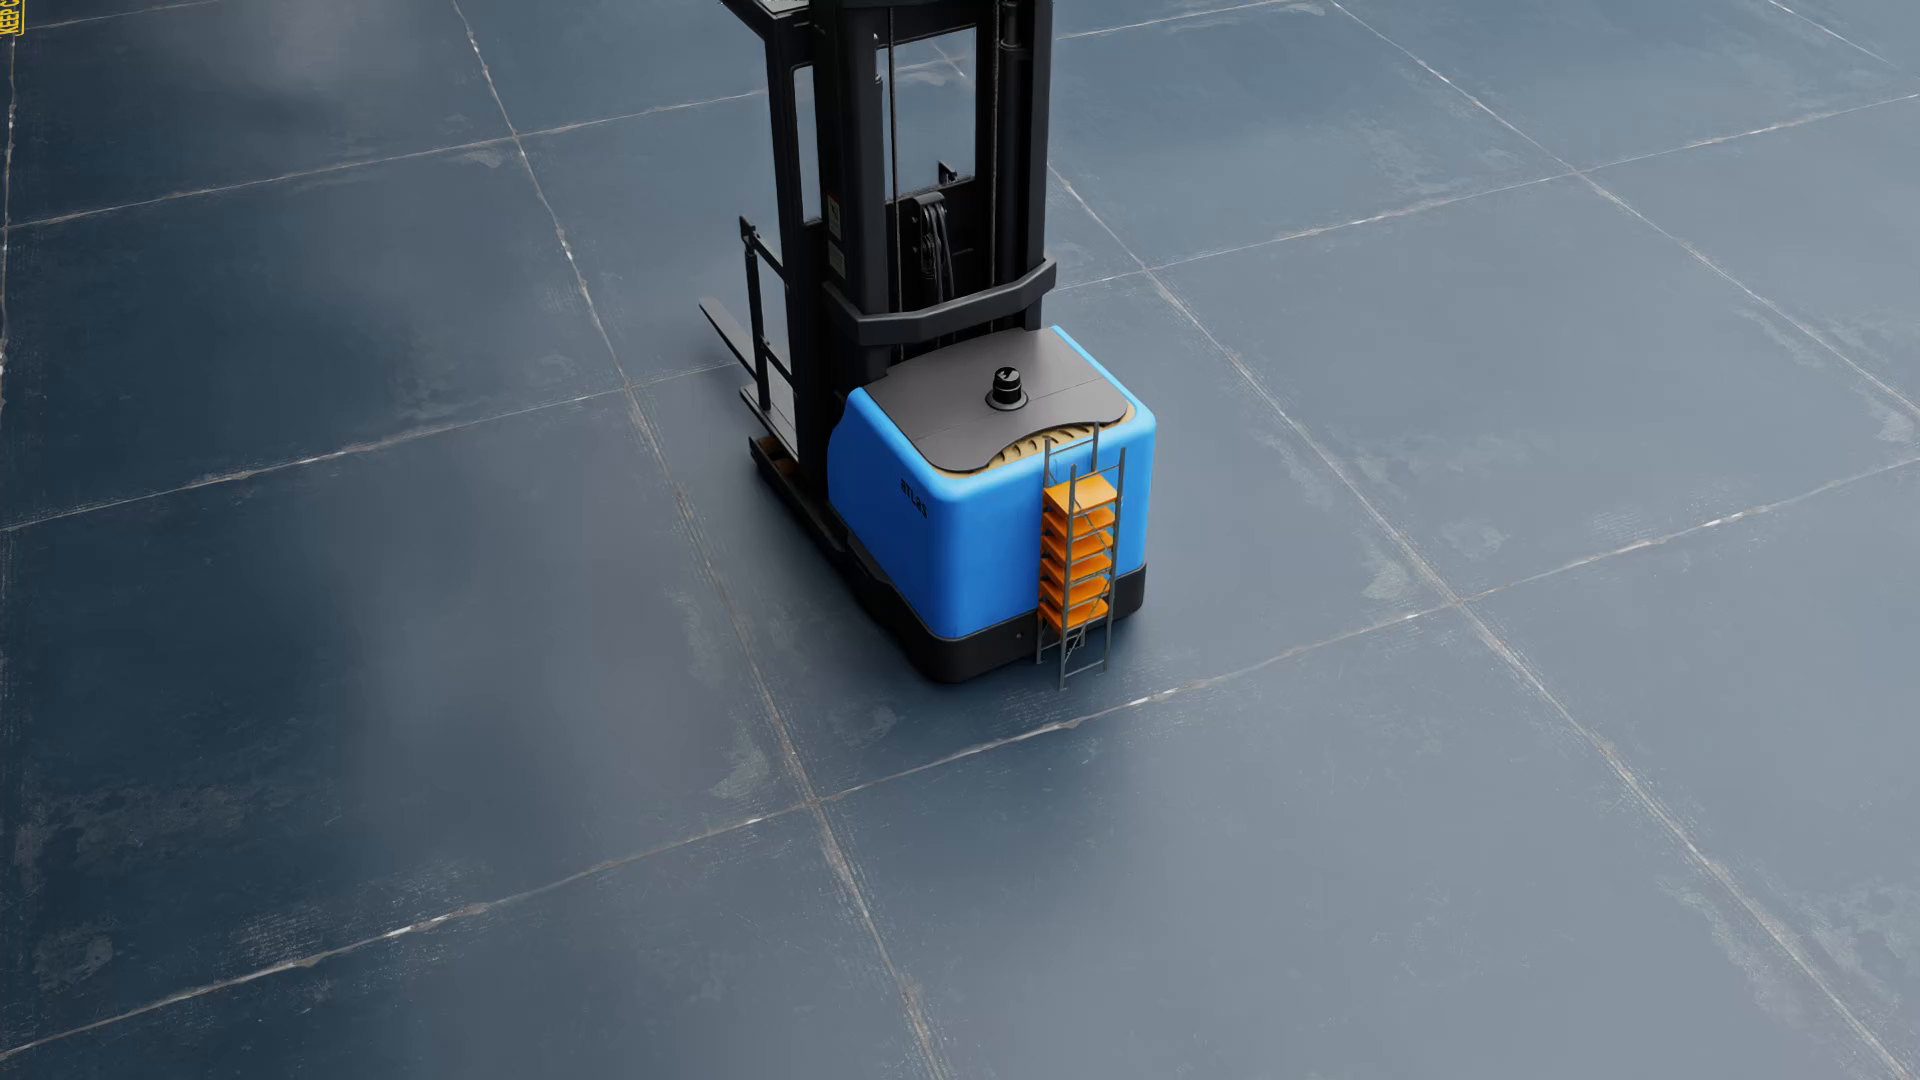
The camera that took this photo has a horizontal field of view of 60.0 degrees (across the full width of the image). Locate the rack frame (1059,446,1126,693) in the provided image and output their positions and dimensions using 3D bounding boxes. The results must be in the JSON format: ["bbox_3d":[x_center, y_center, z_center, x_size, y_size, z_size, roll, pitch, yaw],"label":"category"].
[{"bbox_3d":[0.517,0.142,6.584,0.240,1.200,0.006,-20,45,-22],"label":"rack frame"}]

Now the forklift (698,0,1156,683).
[{"bbox_3d":[-0.358,-1.470,7.130,1.130,2.935,3.031,-20,45,-22],"label":"forklift"}]

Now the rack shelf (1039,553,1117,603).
[{"bbox_3d":[0.472,0.123,6.673,0.258,0.103,0.180,-20,45,-22],"label":"rack shelf"}]

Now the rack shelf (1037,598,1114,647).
[{"bbox_3d":[0.472,0.305,6.830,0.258,0.103,0.180,-20,45,-22],"label":"rack shelf"}]

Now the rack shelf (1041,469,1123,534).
[{"bbox_3d":[0.472,-0.150,6.438,0.258,0.103,0.180,-20,45,-22],"label":"rack shelf"}]

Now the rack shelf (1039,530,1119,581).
[{"bbox_3d":[0.472,0.032,6.595,0.258,0.103,0.180,-20,45,-22],"label":"rack shelf"}]

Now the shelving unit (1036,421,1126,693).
[{"bbox_3d":[0.472,0.090,6.644,0.258,1.200,0.189,-20,45,-22],"label":"shelving unit"}]

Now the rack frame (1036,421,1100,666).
[{"bbox_3d":[0.428,0.038,6.705,0.240,1.200,0.006,-20,45,-22],"label":"rack frame"}]

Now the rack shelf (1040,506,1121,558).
[{"bbox_3d":[0.472,-0.059,6.517,0.258,0.103,0.180,-20,45,-22],"label":"rack shelf"}]

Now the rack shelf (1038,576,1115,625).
[{"bbox_3d":[0.472,0.214,6.751,0.258,0.103,0.180,-20,45,-22],"label":"rack shelf"}]
